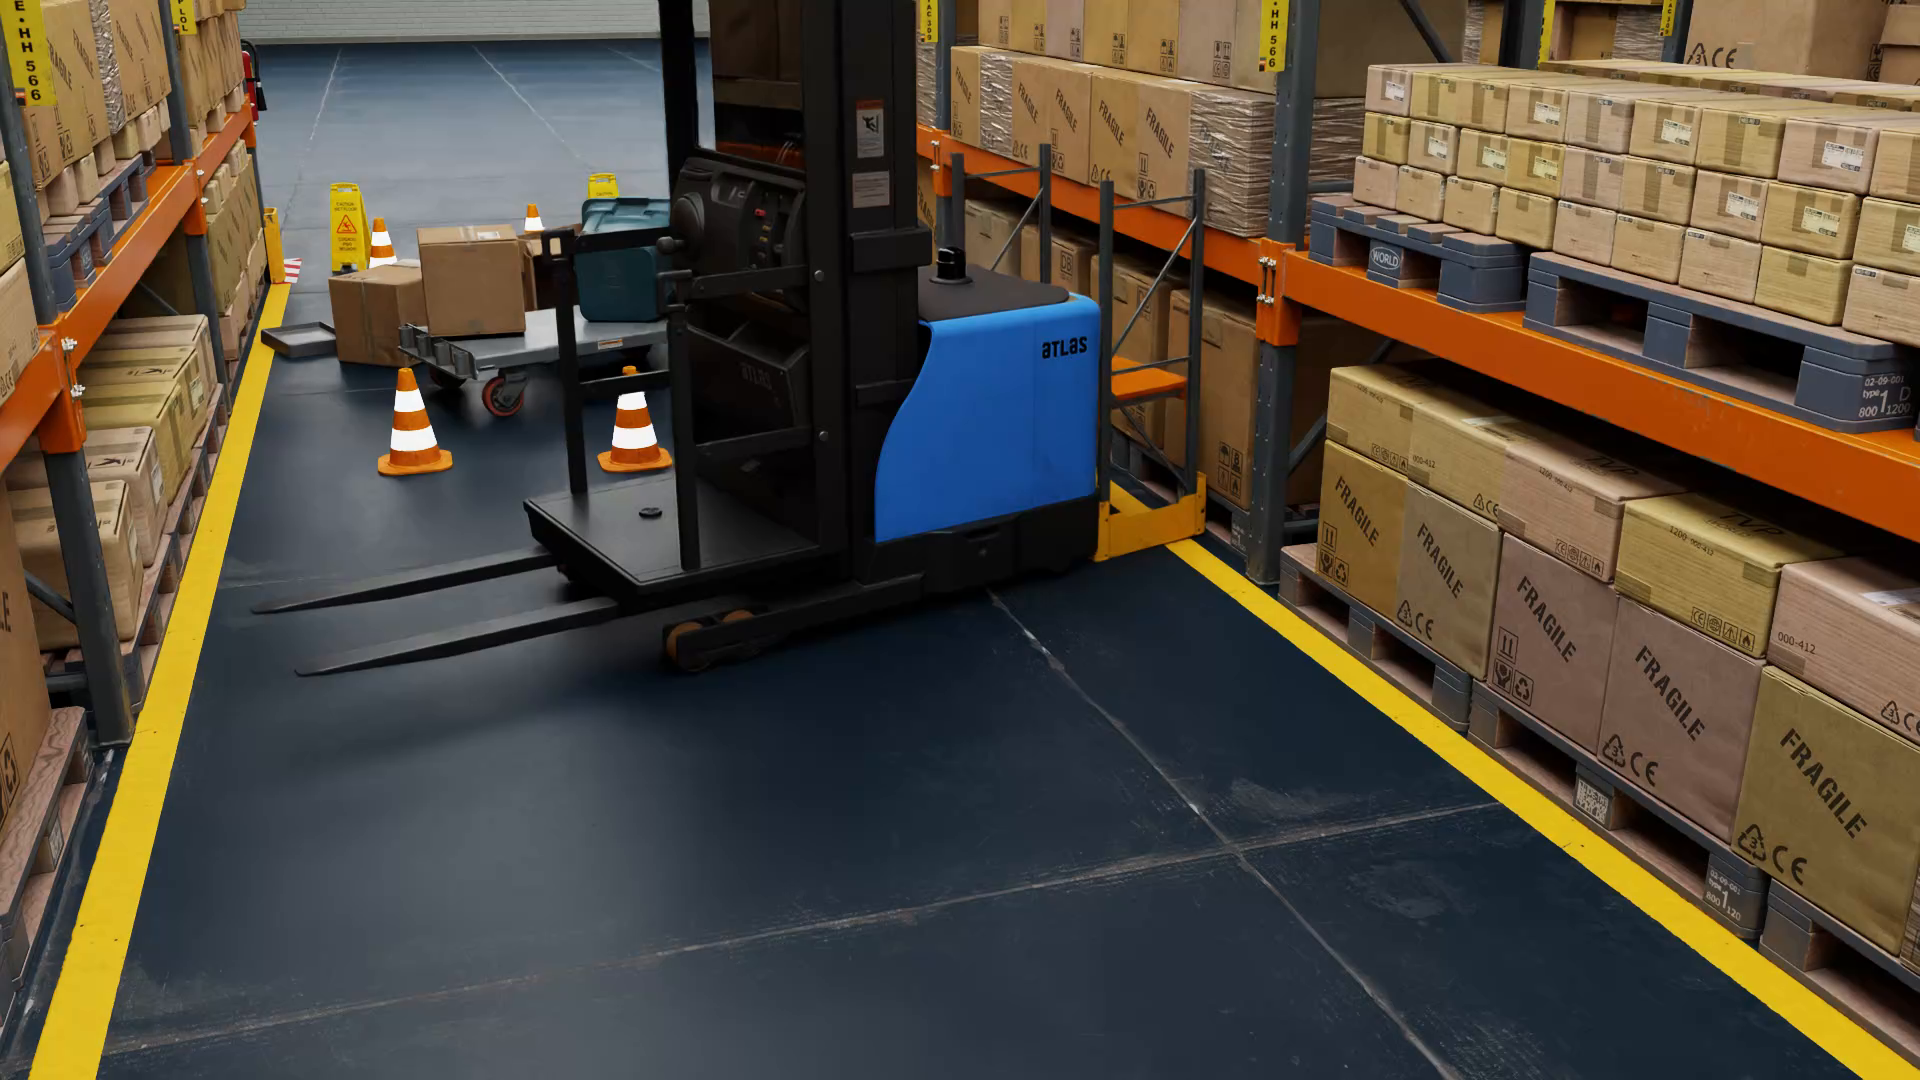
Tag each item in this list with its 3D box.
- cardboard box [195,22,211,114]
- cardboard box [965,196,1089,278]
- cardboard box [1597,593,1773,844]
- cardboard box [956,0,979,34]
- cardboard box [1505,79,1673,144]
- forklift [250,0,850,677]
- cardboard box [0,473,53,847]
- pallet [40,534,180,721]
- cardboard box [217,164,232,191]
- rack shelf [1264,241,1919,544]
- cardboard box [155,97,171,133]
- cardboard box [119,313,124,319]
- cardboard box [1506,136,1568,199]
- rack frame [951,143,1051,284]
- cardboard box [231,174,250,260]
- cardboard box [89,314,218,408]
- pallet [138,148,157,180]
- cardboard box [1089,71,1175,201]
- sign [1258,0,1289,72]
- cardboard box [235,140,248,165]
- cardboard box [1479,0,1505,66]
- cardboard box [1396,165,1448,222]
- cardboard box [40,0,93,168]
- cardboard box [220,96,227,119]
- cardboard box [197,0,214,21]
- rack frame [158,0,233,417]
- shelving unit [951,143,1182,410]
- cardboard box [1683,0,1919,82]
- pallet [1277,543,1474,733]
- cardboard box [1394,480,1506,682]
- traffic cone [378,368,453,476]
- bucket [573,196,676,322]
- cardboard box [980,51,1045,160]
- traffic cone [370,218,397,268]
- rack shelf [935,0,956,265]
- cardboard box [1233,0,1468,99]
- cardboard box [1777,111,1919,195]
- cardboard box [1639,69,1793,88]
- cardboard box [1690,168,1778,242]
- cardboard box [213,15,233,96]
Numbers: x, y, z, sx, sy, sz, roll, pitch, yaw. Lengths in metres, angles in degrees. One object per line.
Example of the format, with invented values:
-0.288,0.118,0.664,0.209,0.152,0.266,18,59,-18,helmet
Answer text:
-4.368,-2.541,8.964,0.500,0.500,0.500,-6,21,-17,cardboard box
0.633,-1.532,9.450,1.050,0.750,0.750,-6,21,-17,cardboard box
2.077,0.423,4.378,0.500,0.500,0.500,-7,21,-18,cardboard box
0.269,-3.283,9.801,0.875,0.550,0.550,-6,21,-17,cardboard box
1.814,-1.239,4.799,0.380,0.149,0.250,-7,21,-19,cardboard box
-1.255,-1.374,6.405,3.336,2.935,2.622,-13,23,-32,forklift
-2.919,0.292,4.187,0.875,0.875,0.875,-7,21,-18,cardboard box
-3.302,0.321,5.711,1.003,0.211,1.213,-6,21,-17,pallet
-4.477,-2.101,9.707,0.380,0.149,0.250,-5,20,-14,cardboard box
2.238,-0.318,4.430,1.077,0.370,4.000,-6,21,-17,rack shelf
-3.891,-1.968,7.708,0.380,0.149,0.250,-6,21,-16,cardboard box
-4.756,-1.089,8.957,0.500,0.250,0.500,-5,20,-15,cardboard box
1.825,-1.089,4.821,0.380,0.149,0.250,-6,21,-17,cardboard box
0.195,-0.974,7.377,0.500,1.500,0.032,-14,24,-31,rack frame
-4.754,-2.005,10.398,0.500,0.500,0.500,-7,21,-18,cardboard box
-4.148,-0.817,8.020,0.950,0.372,0.625,-6,21,-17,cardboard box
-4.213,-1.673,7.421,1.003,0.211,1.213,-6,21,-17,pallet
0.901,-1.783,7.294,0.500,0.500,0.500,-7,21,-18,cardboard box
1.084,-1.784,5.732,0.100,0.325,0.005,-6,21,-17,sign
-4.894,-2.529,10.899,0.380,0.149,0.250,-6,21,-16,cardboard box
4.516,-3.894,12.732,0.875,0.500,0.500,-6,21,-17,cardboard box
1.643,-1.127,5.367,0.380,0.149,0.250,-5,20,-15,cardboard box
-3.150,-1.461,5.337,0.500,0.500,0.500,-5,20,-14,cardboard box
-4.783,-2.689,10.338,0.380,0.149,0.250,-7,21,-18,cardboard box
-4.387,-3.012,8.798,0.700,0.500,0.500,-6,21,-17,cardboard box
-4.315,-2.024,8.114,1.000,3.000,0.127,-6,21,-17,rack frame
0.457,-0.838,7.003,0.500,1.500,0.985,-14,24,-31,shelving unit
5.171,-3.296,10.458,1.134,1.210,1.638,-6,21,-17,cardboard box
1.854,0.264,5.868,1.003,0.211,1.213,-6,21,-17,pallet
1.751,0.095,5.291,0.500,0.500,0.500,-6,21,-17,cardboard box
-2.596,-0.581,7.850,0.336,0.463,0.334,-6,21,-17,traffic cone
-1.879,-1.556,9.405,0.726,0.611,0.620,1,30,2,bucket
0.422,-2.270,8.652,0.500,0.500,0.500,-6,21,-17,cardboard box
-4.212,-2.113,12.114,0.336,0.463,0.334,-6,21,-17,traffic cone
8.062,-2.726,10.068,15.905,3.000,4.168,-6,21,-17,rack shelf
1.478,-1.962,6.313,0.700,0.500,0.500,-7,21,-17,cardboard box
2.147,-0.901,3.858,0.380,0.149,0.250,-7,21,-20,cardboard box
2.358,-1.385,5.205,0.380,0.149,0.250,-6,21,-16,cardboard box
2.066,-0.842,4.135,0.380,0.149,0.250,-6,21,-15,cardboard box
-4.833,-3.028,10.321,0.500,0.500,0.500,-6,21,-17,cardboard box
